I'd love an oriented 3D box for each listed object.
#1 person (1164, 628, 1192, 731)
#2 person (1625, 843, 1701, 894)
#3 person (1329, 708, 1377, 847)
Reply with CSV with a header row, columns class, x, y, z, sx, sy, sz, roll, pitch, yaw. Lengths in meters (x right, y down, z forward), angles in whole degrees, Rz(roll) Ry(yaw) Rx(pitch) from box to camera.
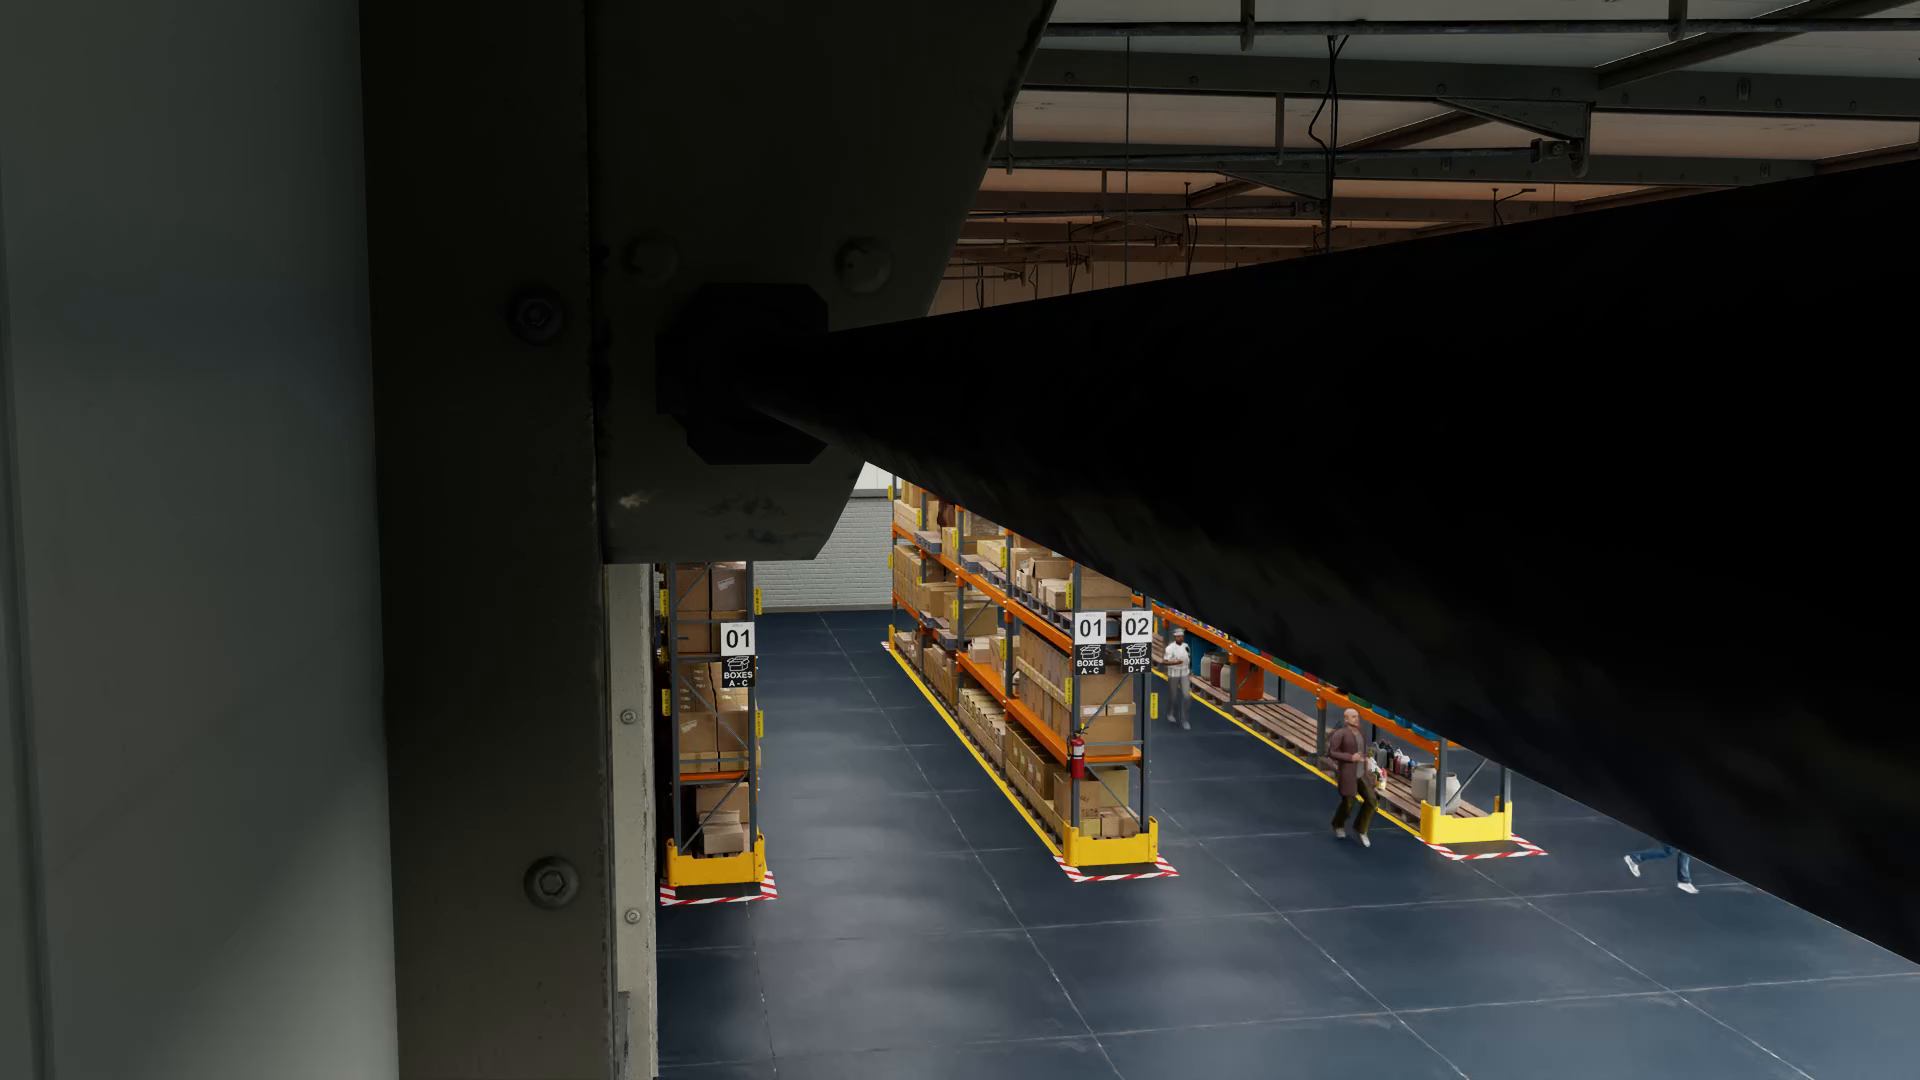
class,x,y,z,sx,sy,sz,roll,pitch,yaw
person,3.772,2.380,28.739,0.560,1.754,0.742,-1,6,-11
person,8.457,3.444,19.900,0.833,1.550,0.551,1,6,11
person,5.116,3.109,21.810,0.770,1.828,0.719,-3,7,-29
